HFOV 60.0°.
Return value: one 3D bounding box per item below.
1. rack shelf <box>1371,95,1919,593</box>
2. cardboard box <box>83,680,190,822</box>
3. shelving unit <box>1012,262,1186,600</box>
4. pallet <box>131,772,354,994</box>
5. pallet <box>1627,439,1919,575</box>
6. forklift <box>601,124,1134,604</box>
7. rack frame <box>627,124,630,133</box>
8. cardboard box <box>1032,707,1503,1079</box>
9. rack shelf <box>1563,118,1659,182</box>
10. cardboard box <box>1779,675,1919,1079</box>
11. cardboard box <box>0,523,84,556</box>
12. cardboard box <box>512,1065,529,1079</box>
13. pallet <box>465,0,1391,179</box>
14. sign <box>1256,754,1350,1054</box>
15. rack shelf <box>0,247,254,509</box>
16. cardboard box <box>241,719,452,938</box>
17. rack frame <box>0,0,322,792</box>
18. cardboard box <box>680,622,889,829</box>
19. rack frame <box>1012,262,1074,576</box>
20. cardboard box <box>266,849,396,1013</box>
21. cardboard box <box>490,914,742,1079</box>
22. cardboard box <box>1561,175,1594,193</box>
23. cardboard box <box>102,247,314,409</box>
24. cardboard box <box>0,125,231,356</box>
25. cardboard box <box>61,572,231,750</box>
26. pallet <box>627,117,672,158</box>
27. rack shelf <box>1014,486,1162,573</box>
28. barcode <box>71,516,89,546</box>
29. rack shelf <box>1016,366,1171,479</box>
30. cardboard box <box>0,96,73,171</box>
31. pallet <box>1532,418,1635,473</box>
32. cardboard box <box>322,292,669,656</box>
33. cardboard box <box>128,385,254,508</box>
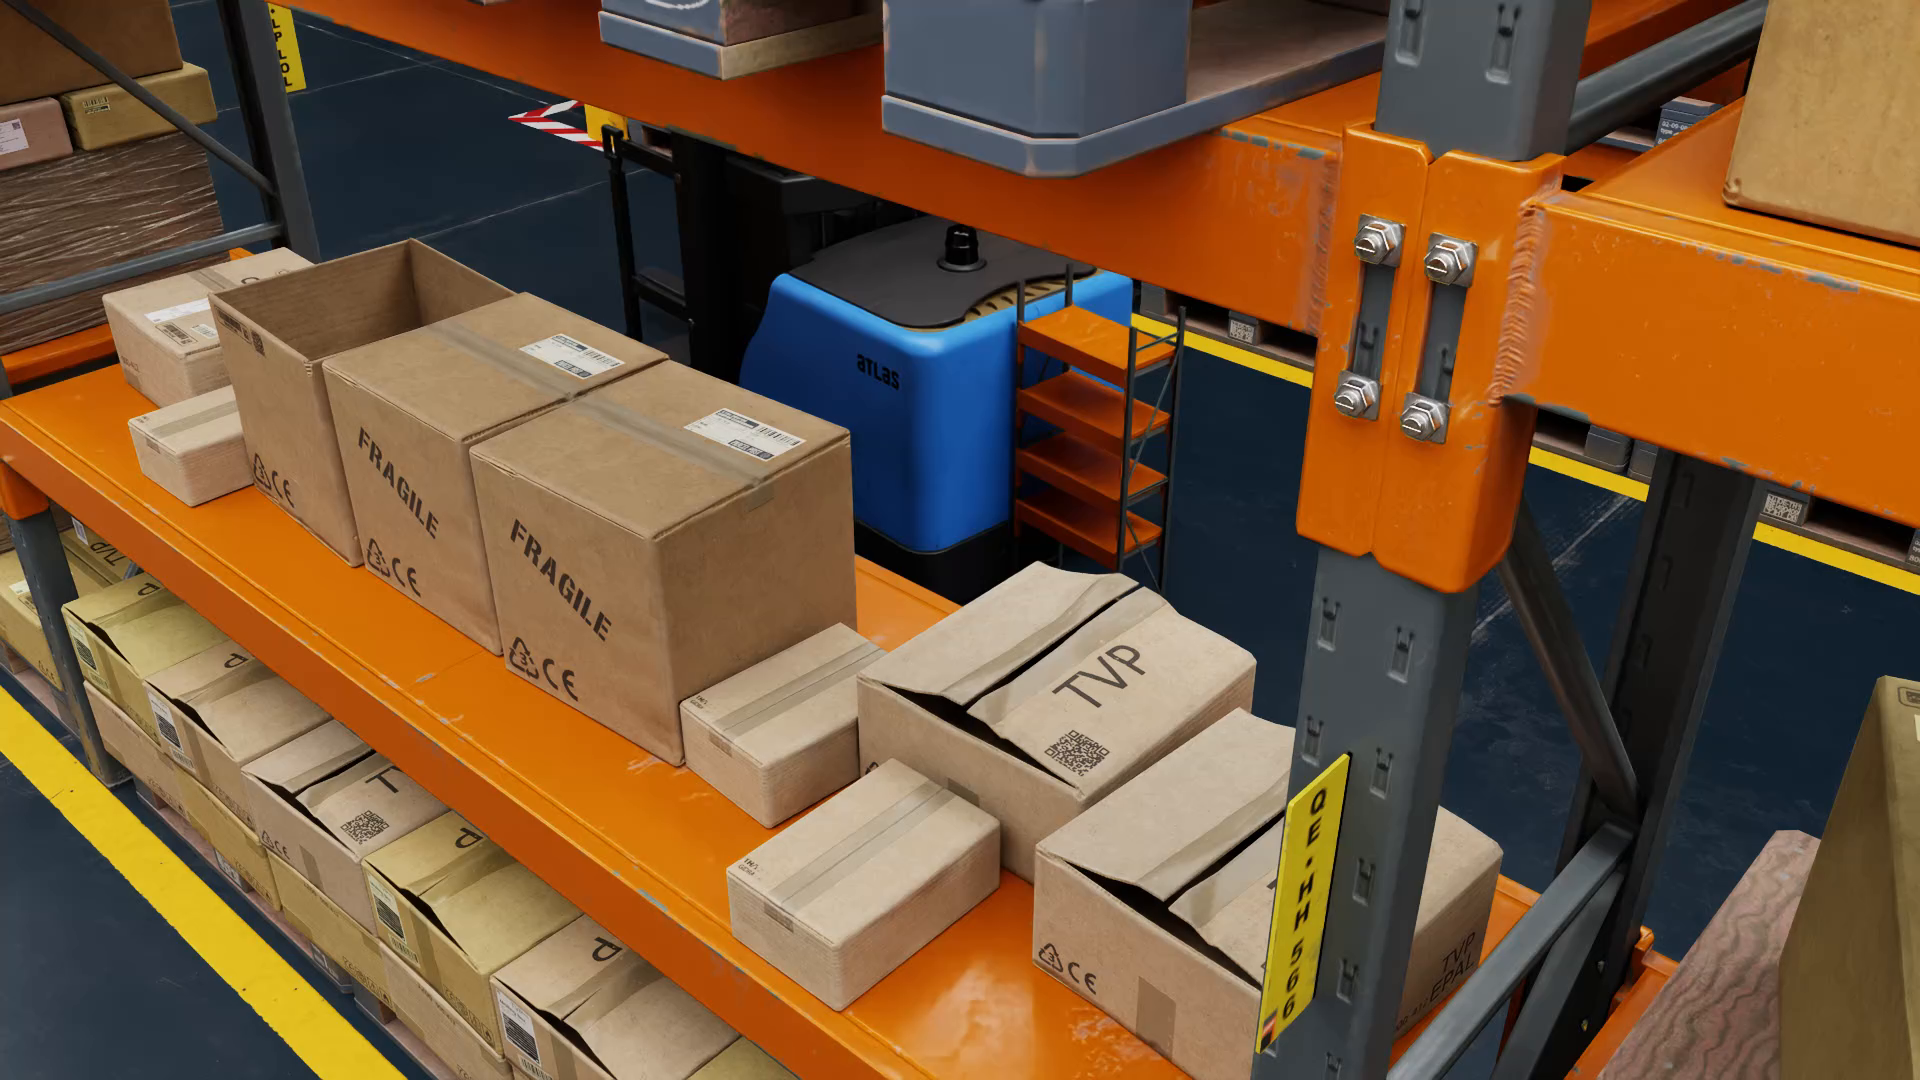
[{"bbox_3d":[2.186,0.358,0.537,4.000,0.370,1.077,25,39,35],"label":"rack shelf"},{"bbox_3d":[-2.130,0.490,4.786,0.500,0.250,0.500,24,38,34],"label":"cardboard box"},{"bbox_3d":[0.439,-0.256,5.512,0.258,1.200,0.503,-25,39,-35],"label":"shelving unit"},{"bbox_3d":[-1.691,0.693,4.895,1.213,0.211,1.003,25,39,35],"label":"pallet"},{"bbox_3d":[3.446,-0.330,6.593,1.213,0.211,1.003,25,39,35],"label":"pallet"},{"bbox_3d":[-0.739,-1.682,6.201,1.130,2.935,3.031,-25,39,-35],"label":"forklift"},{"bbox_3d":[-1.907,-4.022,10.023,0.127,3.000,1.000,25,39,35],"label":"rack frame"},{"bbox_3d":[0.462,0.538,2.535,0.500,0.311,0.500,-27,40,-37],"label":"cardboard box"},{"bbox_3d":[2.541,-1.637,6.759,4.000,0.370,1.077,25,39,35],"label":"rack shelf"},{"bbox_3d":[1.245,0.594,1.850,0.500,0.500,0.700,12,33,19],"label":"cardboard box"},{"bbox_3d":[-3.118,0.002,5.597,0.500,0.250,0.500,25,39,35],"label":"cardboard box"},{"bbox_3d":[-0.607,1.199,3.608,0.500,0.250,0.500,26,40,36],"label":"cardboard box"},{"bbox_3d":[0.139,-0.763,1.883,1.003,0.211,1.213,27,40,37],"label":"pallet"},{"bbox_3d":[0.333,0.360,1.622,0.005,0.325,0.100,25,39,35],"label":"sign"},{"bbox_3d":[-3.746,-1.126,5.910,4.000,0.370,1.077,25,39,35],"label":"rack shelf"},{"bbox_3d":[-1.372,0.608,4.047,0.500,0.311,0.500,24,38,34],"label":"cardboard box"},{"bbox_3d":[-2.263,-0.742,4.574,0.127,3.000,1.000,25,39,35],"label":"rack frame"},{"bbox_3d":[-0.281,0.330,3.037,0.380,0.149,0.250,-26,40,-36],"label":"cardboard box"},{"bbox_3d":[0.276,-0.350,5.667,0.240,1.200,0.015,-25,39,-35],"label":"rack frame"},{"bbox_3d":[-1.366,0.846,4.195,0.500,0.250,0.500,24,38,34],"label":"cardboard box"},{"bbox_3d":[-0.613,0.960,3.462,0.500,0.311,0.500,25,39,35],"label":"cardboard box"},{"bbox_3d":[2.690,-1.319,6.802,0.500,0.250,0.500,25,39,35],"label":"cardboard box"},{"bbox_3d":[-1.869,-0.524,4.358,0.500,0.250,0.500,-27,40,-37],"label":"cardboard box"},{"bbox_3d":[-2.596,-0.936,4.800,0.500,0.500,0.700,24,38,34],"label":"cardboard box"},{"bbox_3d":[-2.124,0.254,4.635,0.500,0.311,0.500,25,39,35],"label":"cardboard box"},{"bbox_3d":[-1.273,-2.506,10.209,1.213,0.211,1.003,25,39,35],"label":"pallet"},{"bbox_3d":[0.439,-0.028,5.649,0.258,0.148,0.480,-25,39,-35],"label":"rack shelf"},{"bbox_3d":[-2.353,-0.023,4.447,0.075,0.075,0.001,25,39,35],"label":"barcode"},{"bbox_3d":[0.439,-0.390,5.431,0.258,0.148,0.480,-25,39,-35],"label":"rack shelf"},{"bbox_3d":[-2.608,-1.075,4.401,0.250,0.149,0.380,25,39,35],"label":"cardboard box"},{"bbox_3d":[2.545,-0.752,7.294,1.213,0.211,1.003,25,39,35],"label":"pallet"},{"bbox_3d":[-0.943,-0.157,3.506,0.500,0.500,0.500,25,39,35],"label":"cardboard box"},{"bbox_3d":[-1.743,-0.250,4.000,0.250,0.149,0.380,25,39,35],"label":"cardboard box"}]
